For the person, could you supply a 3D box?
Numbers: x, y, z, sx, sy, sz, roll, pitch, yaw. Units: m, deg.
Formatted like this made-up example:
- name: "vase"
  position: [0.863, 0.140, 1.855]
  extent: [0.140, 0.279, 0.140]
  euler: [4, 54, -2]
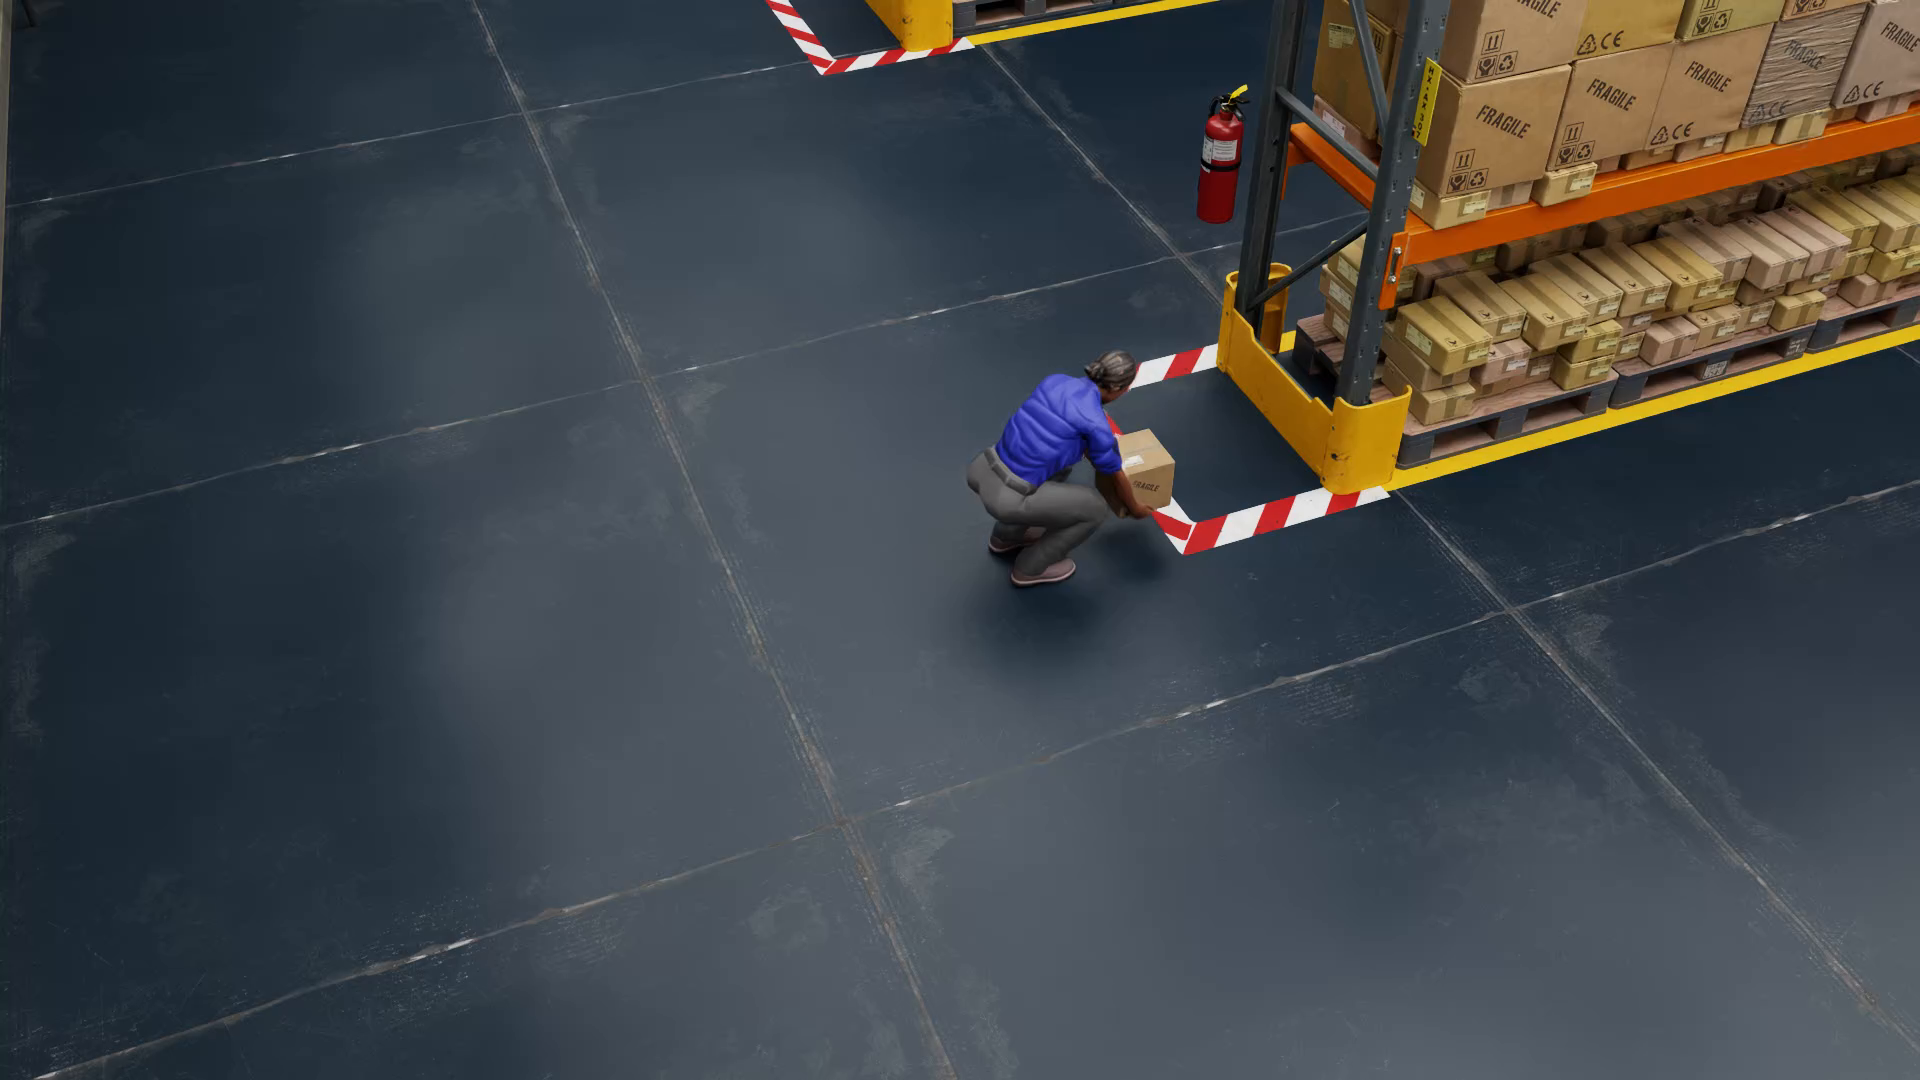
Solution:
- name: "person"
  position: [0.415, -0.314, 7.044]
  extent: [0.809, 0.955, 0.485]
  euler: [-16, 44, -17]
